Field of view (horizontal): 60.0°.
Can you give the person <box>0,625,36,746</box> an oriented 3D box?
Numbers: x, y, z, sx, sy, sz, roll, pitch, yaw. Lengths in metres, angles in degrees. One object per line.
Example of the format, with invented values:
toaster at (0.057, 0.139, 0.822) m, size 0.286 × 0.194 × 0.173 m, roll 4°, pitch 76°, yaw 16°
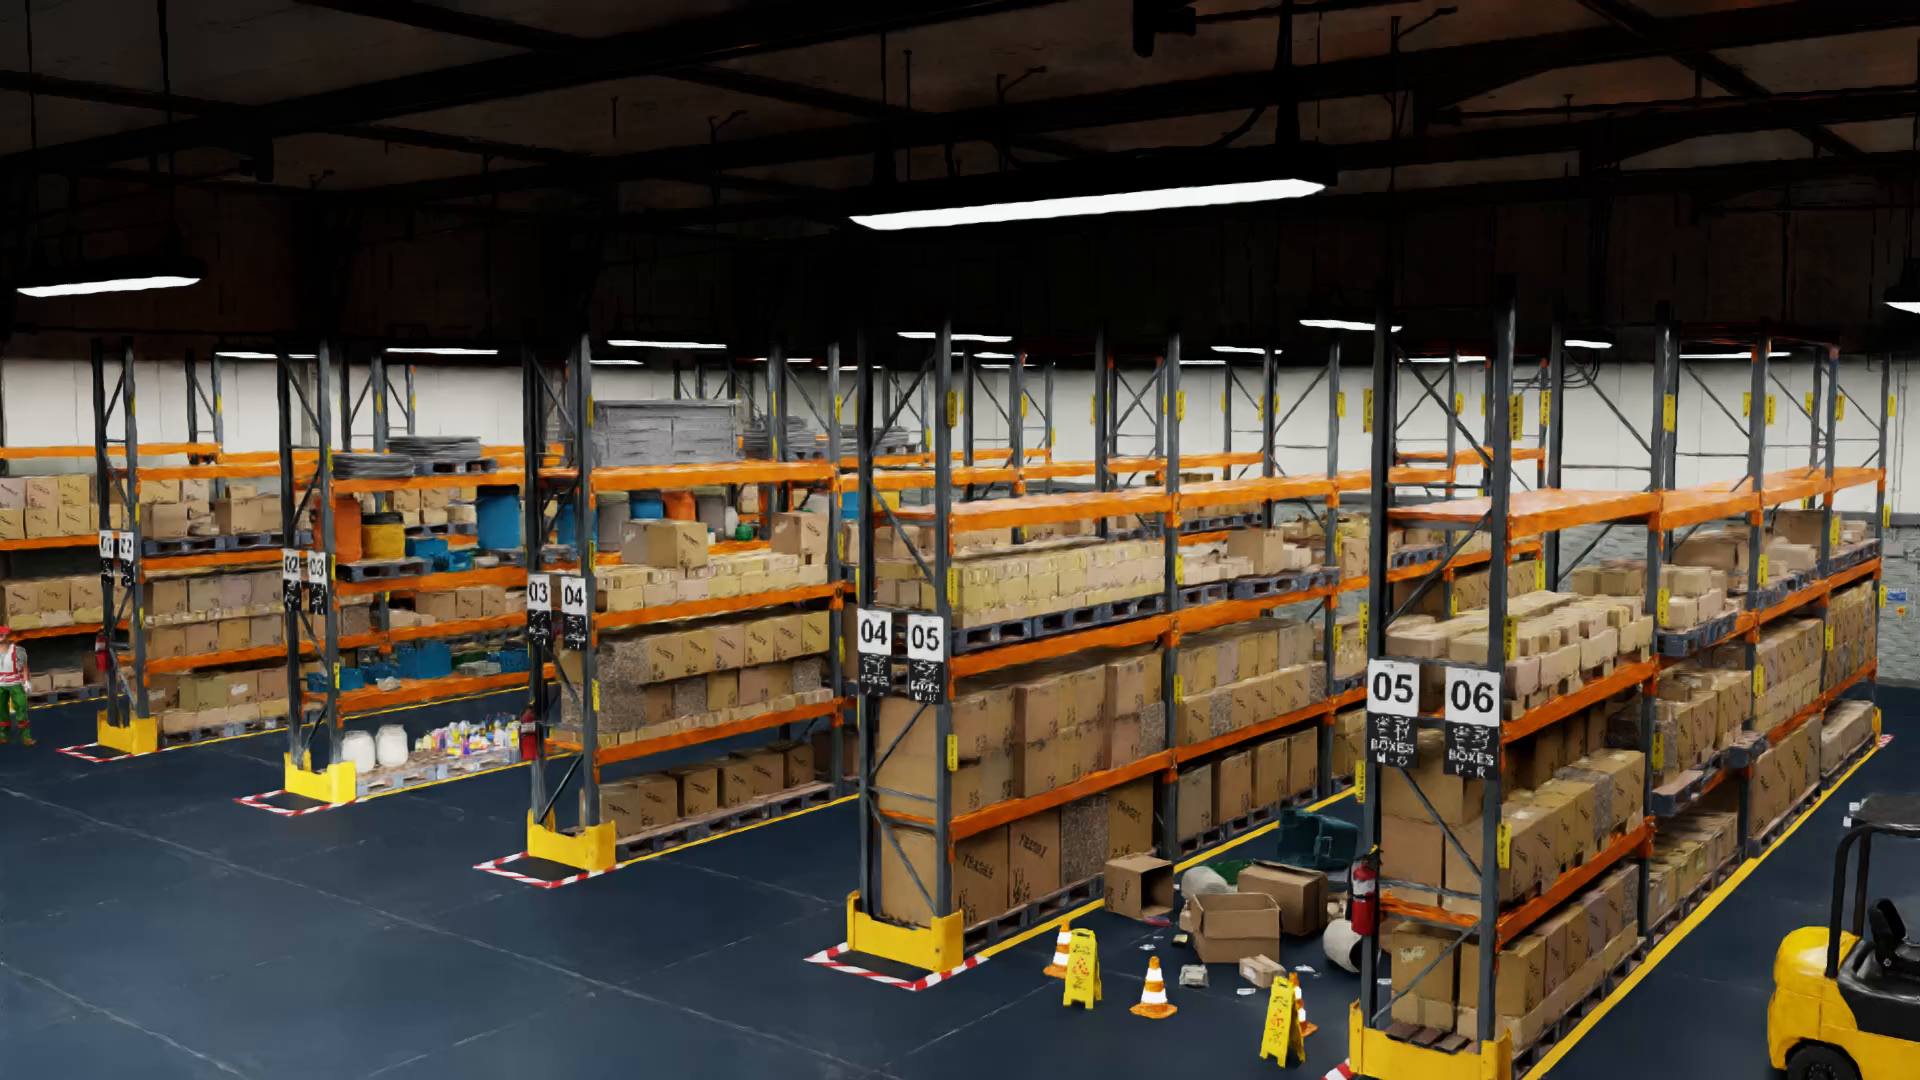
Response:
person at (-13.973, 2.133, 24.462) m, size 0.716 × 1.785 × 0.532 m, roll -1°, pitch 5°, yaw -14°
